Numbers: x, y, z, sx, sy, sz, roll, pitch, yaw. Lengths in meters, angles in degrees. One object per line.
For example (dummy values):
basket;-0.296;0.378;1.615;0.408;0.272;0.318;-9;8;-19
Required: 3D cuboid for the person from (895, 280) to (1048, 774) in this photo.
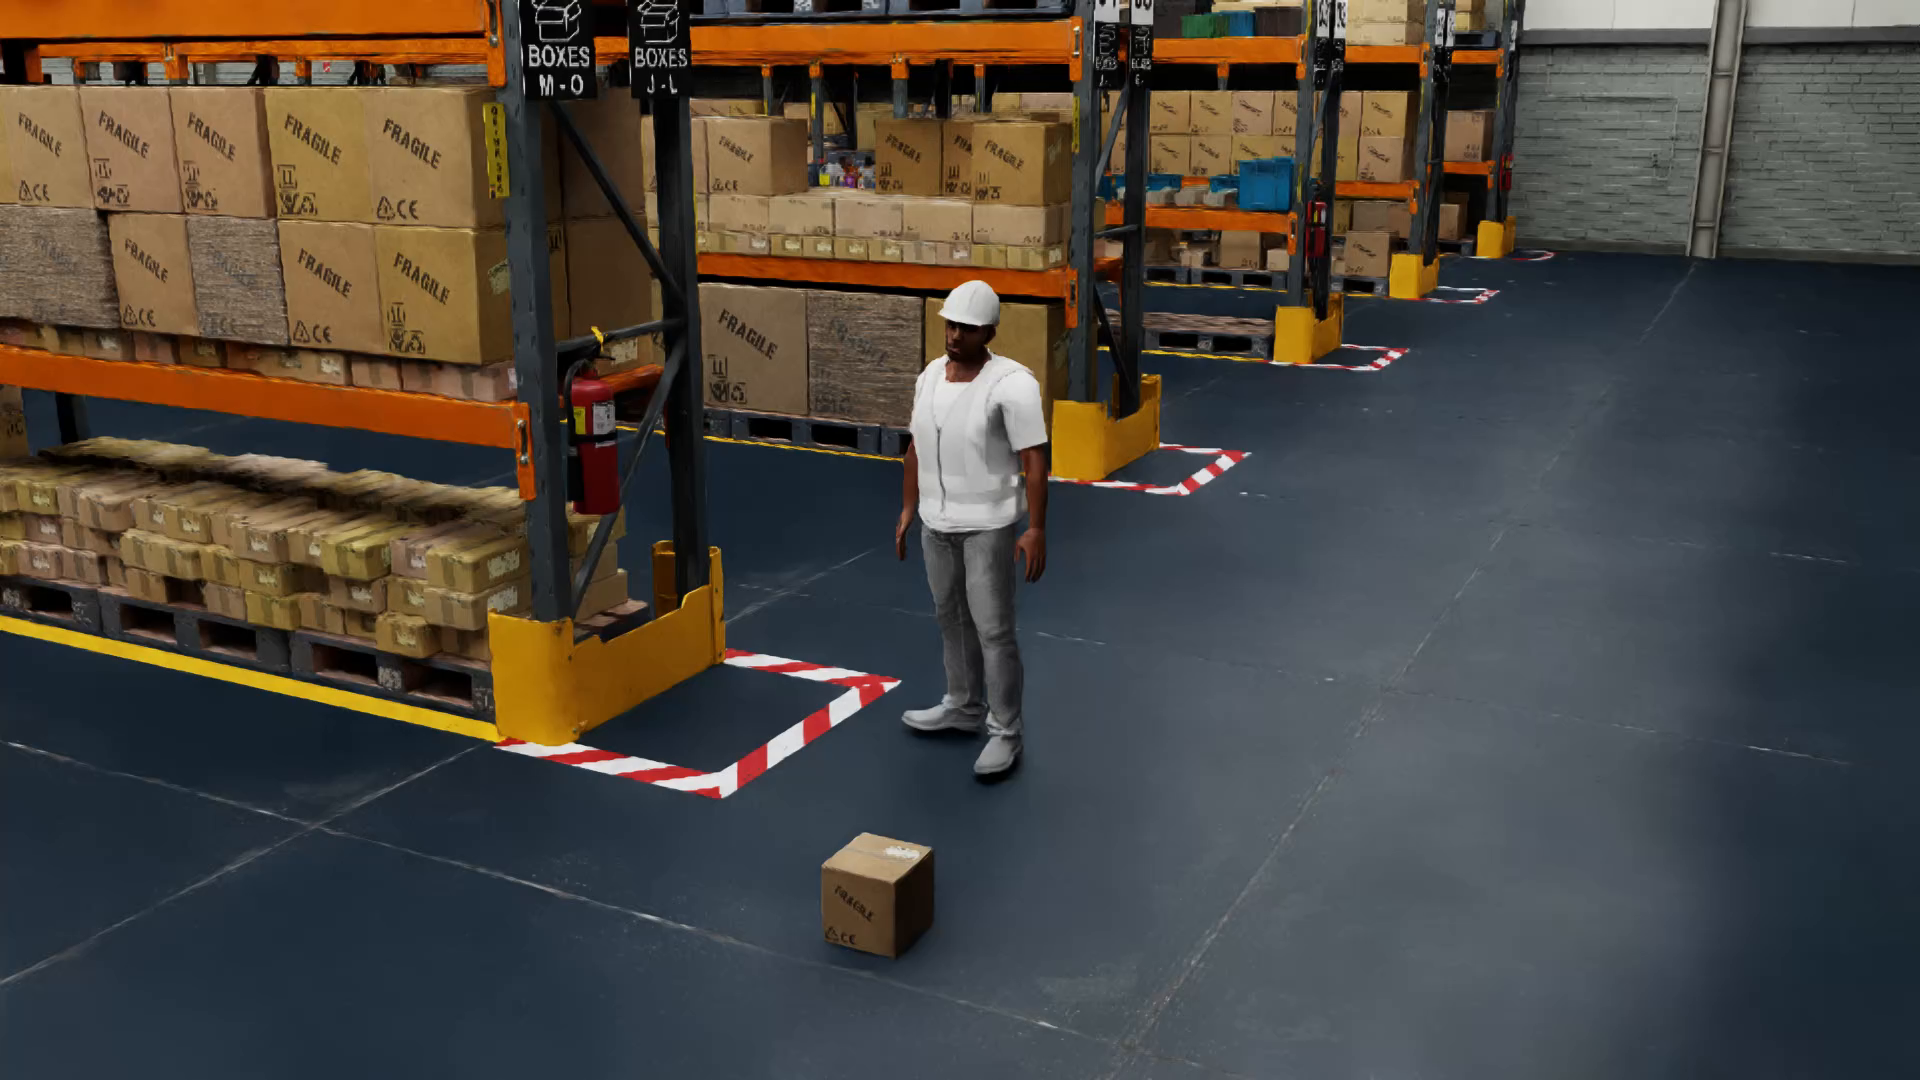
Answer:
person;0.035;-0.059;6.108;0.683;1.764;0.383;15;22;43
